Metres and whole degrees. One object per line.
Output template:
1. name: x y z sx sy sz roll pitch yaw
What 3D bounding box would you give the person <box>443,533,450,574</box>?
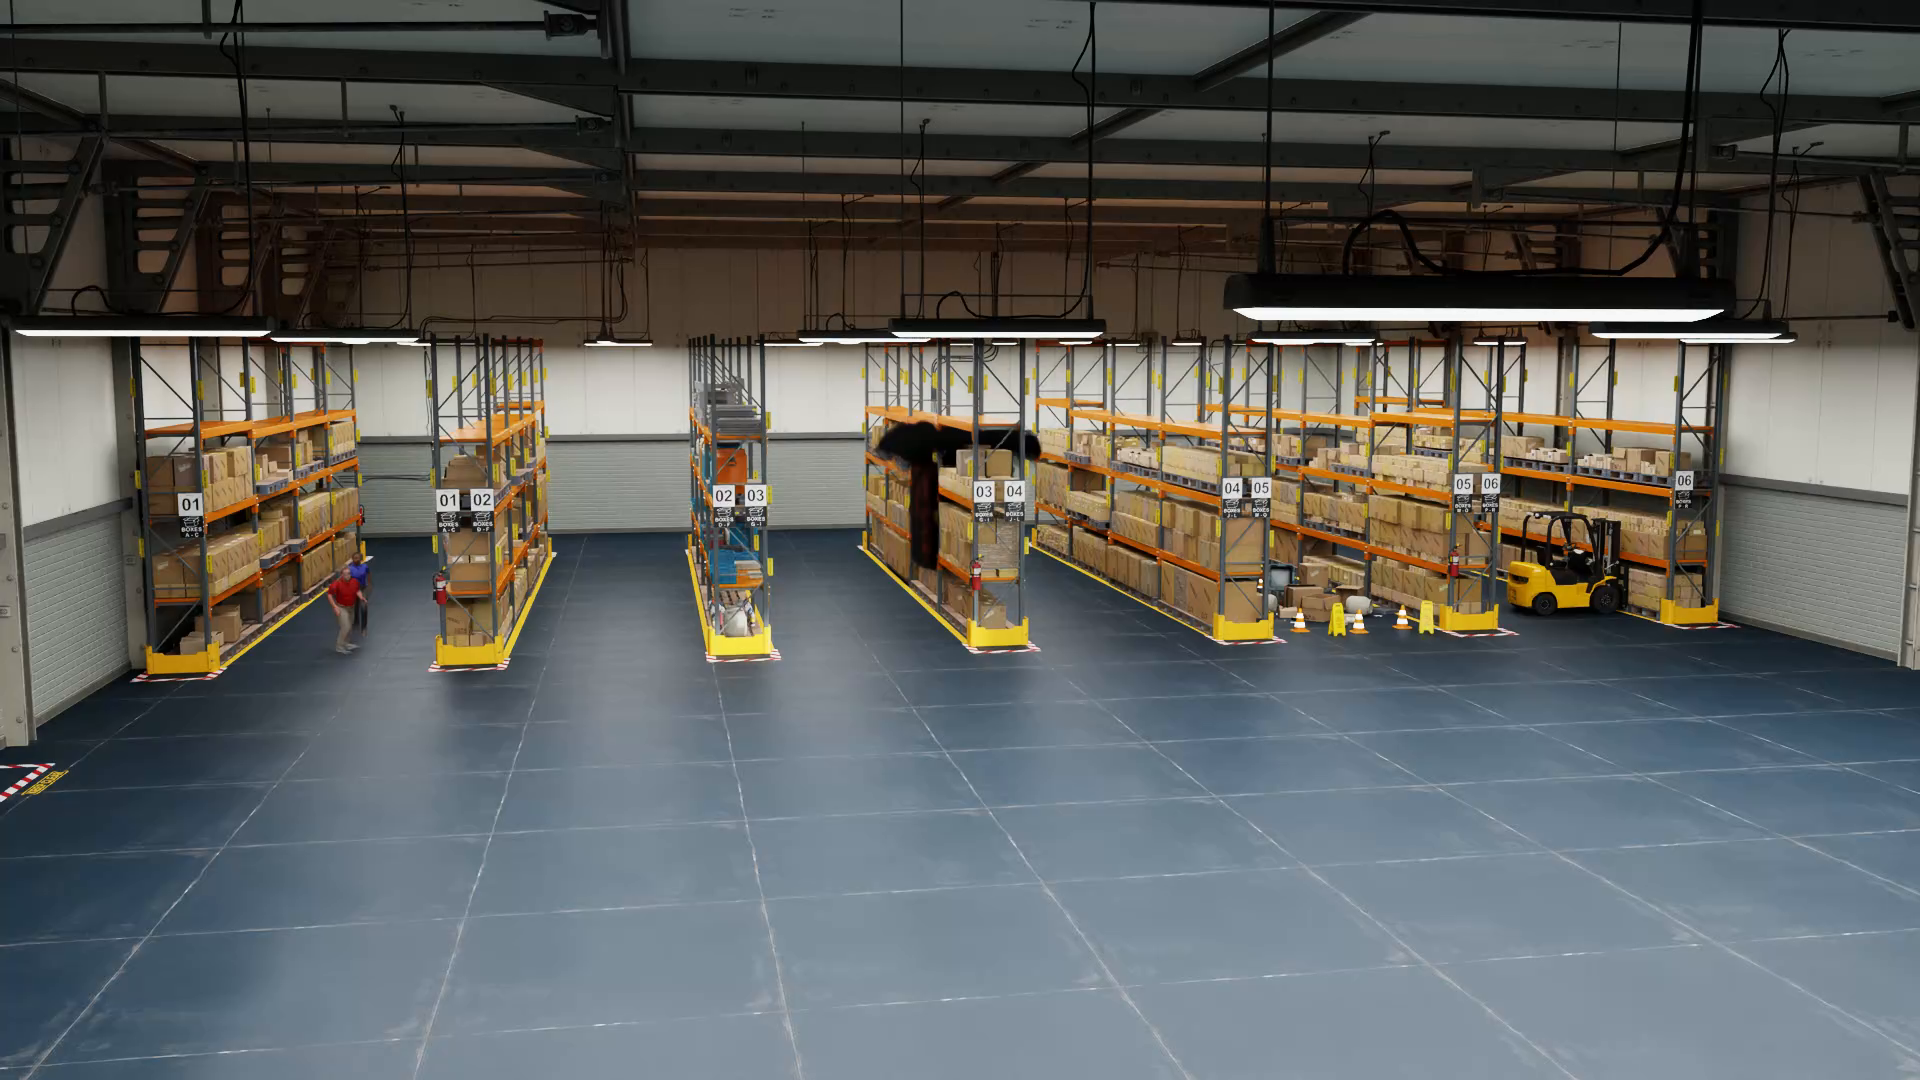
1. person: -12.571 0.214 41.246 0.688 1.590 0.902 -3 7 -28

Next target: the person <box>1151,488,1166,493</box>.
1. person: 6.268 -1.182 52.480 0.945 1.750 0.710 -4 8 -30

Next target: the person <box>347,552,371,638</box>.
1. person: -12.065 1.094 33.334 0.518 1.701 0.832 -2 7 -21

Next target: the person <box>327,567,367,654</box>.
1. person: -11.594 1.325 31.482 0.832 1.672 0.705 3 7 21
